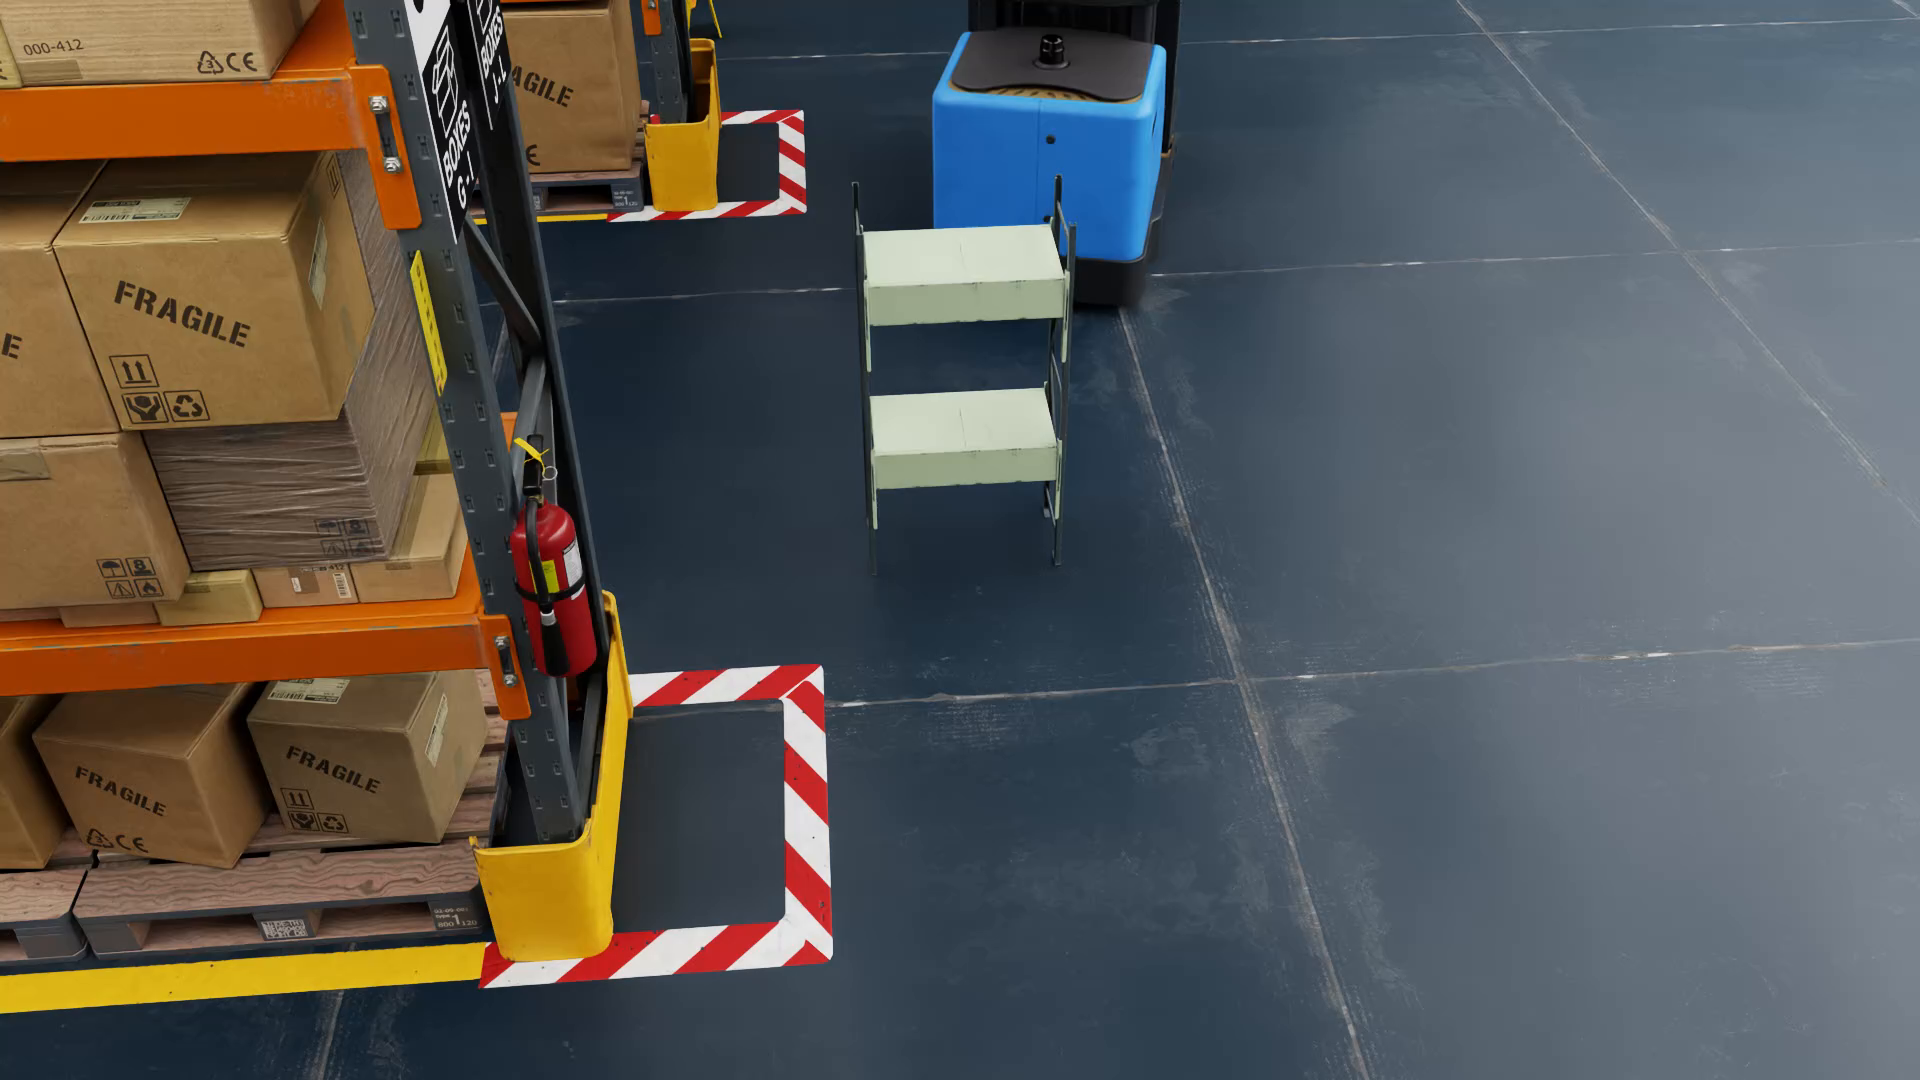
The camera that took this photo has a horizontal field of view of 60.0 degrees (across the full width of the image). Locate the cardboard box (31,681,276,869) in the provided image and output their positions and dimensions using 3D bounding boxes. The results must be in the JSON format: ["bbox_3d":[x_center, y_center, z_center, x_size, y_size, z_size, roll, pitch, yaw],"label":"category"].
[{"bbox_3d":[-2.443,0.643,5.192,0.500,0.500,0.500,6,39,8],"label":"cardboard box"}]

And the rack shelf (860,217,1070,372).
[{"bbox_3d":[0.007,-0.896,6.044,0.720,0.370,0.431,-3,38,-4],"label":"rack shelf"}]

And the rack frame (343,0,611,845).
[{"bbox_3d":[-1.227,-0.251,4.647,0.127,3.000,1.000,-3,38,-4],"label":"rack frame"}]

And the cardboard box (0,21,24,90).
[{"bbox_3d":[-2.182,-1.158,3.495,0.500,0.250,0.500,-3,38,-4],"label":"cardboard box"}]

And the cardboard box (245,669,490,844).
[{"bbox_3d":[-1.851,0.589,5.261,0.500,0.500,0.500,4,38,4],"label":"cardboard box"}]

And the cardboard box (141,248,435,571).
[{"bbox_3d":[-1.777,-0.394,4.507,0.500,0.500,0.875,-3,38,-4],"label":"cardboard box"}]

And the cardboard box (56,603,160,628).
[{"bbox_3d":[-2.237,0.053,4.464,0.250,0.149,0.380,-3,38,-4],"label":"cardboard box"}]

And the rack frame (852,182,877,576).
[{"bbox_3d":[-0.358,-0.569,6.260,0.023,1.500,0.400,-3,38,-4],"label":"rack frame"}]

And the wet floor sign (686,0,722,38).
[{"bbox_3d":[-1.712,-3.616,10.812,0.232,0.644,0.267,-9,39,-12],"label":"wet floor sign"}]

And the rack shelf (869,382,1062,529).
[{"bbox_3d":[0.007,-0.333,6.488,0.720,0.370,0.431,-3,38,-4],"label":"rack shelf"}]

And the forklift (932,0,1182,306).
[{"bbox_3d":[0.629,-3.199,8.439,1.130,2.935,3.031,6,39,8],"label":"forklift"}]

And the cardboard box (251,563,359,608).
[{"bbox_3d":[-1.742,0.004,4.527,0.250,0.149,0.380,-3,38,-4],"label":"cardboard box"}]

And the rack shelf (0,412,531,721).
[{"bbox_3d":[-3.219,0.141,4.731,4.000,0.370,1.077,-3,38,-4],"label":"rack shelf"}]

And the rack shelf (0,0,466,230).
[{"bbox_3d":[-3.219,-1.037,3.801,4.000,0.370,1.077,-3,38,-4],"label":"rack shelf"}]

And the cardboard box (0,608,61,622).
[{"bbox_3d":[-2.489,0.042,4.479,0.250,0.149,0.380,-3,38,-4],"label":"cardboard box"}]

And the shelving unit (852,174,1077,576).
[{"bbox_3d":[0.007,-0.589,6.286,0.755,1.500,0.431,-3,38,-4],"label":"shelving unit"}]

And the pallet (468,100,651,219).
[{"bbox_3d":[-2.355,-2.130,9.279,1.213,0.211,1.003,-3,38,-4],"label":"pallet"}]

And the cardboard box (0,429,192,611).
[{"bbox_3d":[-2.265,-0.293,4.378,0.500,0.500,0.875,-3,38,-4],"label":"cardboard box"}]

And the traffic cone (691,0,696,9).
[{"bbox_3d":[-1.982,-3.884,11.299,0.334,0.463,0.336,-3,38,-4],"label":"traffic cone"}]

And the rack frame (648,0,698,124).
[{"bbox_3d":[-1.566,-3.317,8.532,0.127,3.000,1.000,-3,38,-4],"label":"rack frame"}]

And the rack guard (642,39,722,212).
[{"bbox_3d":[-1.542,-2.337,9.308,0.348,0.500,1.175,-3,38,-4],"label":"rack guard"}]

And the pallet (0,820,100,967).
[{"bbox_3d":[-3.328,0.935,5.394,1.213,0.211,1.003,-3,38,-4],"label":"pallet"}]

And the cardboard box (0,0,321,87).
[{"bbox_3d":[-1.685,-1.187,3.532,0.500,0.250,0.500,-2,38,-3],"label":"cardboard box"}]

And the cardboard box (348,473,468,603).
[{"bbox_3d":[-1.493,-0.010,4.543,0.250,0.149,0.380,-3,38,-4],"label":"cardboard box"}]

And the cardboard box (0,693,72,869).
[{"bbox_3d":[-3.068,0.666,5.164,0.500,0.500,0.500,0,38,0],"label":"cardboard box"}]

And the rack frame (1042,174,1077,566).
[{"bbox_3d":[0.371,-0.609,6.311,0.023,1.500,0.400,-3,38,-4],"label":"rack frame"}]

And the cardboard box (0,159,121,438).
[{"bbox_3d":[-2.251,-0.586,3.943,0.500,0.500,0.500,-3,38,-4],"label":"cardboard box"}]

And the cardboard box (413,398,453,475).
[{"bbox_3d":[-1.532,-0.284,4.891,0.250,0.149,0.380,-3,38,-4],"label":"cardboard box"}]

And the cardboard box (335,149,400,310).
[{"bbox_3d":[-1.799,-0.938,4.389,0.500,0.500,0.500,-3,38,-4],"label":"cardboard box"}]

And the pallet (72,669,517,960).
[{"bbox_3d":[-2.115,0.870,5.476,1.213,0.211,1.003,-3,38,-4],"label":"pallet"}]

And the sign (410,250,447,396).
[{"bbox_3d":[-1.198,-0.486,3.755,0.005,0.325,0.100,-3,38,-4],"label":"sign"}]

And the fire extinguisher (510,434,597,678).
[{"bbox_3d":[-1.072,0.057,4.318,0.183,0.674,0.296,-3,38,-4],"label":"fire extinguisher"}]

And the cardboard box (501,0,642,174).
[{"bbox_3d":[-2.235,-2.570,8.962,0.875,0.875,0.875,-3,38,-4],"label":"cardboard box"}]

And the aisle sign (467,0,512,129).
[{"bbox_3d":[-1.192,-1.460,4.080,0.004,0.787,0.394,-3,38,-4],"label":"aisle sign"}]

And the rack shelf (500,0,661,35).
[{"bbox_3d":[-3.558,-2.925,8.616,4.000,0.370,1.077,-3,38,-4],"label":"rack shelf"}]

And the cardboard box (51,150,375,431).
[{"bbox_3d":[-1.753,-0.617,3.983,0.500,0.500,0.500,-3,38,-4],"label":"cardboard box"}]

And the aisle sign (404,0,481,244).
[{"bbox_3d":[-1.139,-1.090,3.611,0.004,0.787,0.394,-3,38,-4],"label":"aisle sign"}]

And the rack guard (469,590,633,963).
[{"bbox_3d":[-1.303,0.734,5.416,0.348,0.500,1.175,-3,38,-4],"label":"rack guard"}]

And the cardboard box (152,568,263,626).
[{"bbox_3d":[-1.986,0.049,4.469,0.250,0.149,0.380,-3,38,-4],"label":"cardboard box"}]
